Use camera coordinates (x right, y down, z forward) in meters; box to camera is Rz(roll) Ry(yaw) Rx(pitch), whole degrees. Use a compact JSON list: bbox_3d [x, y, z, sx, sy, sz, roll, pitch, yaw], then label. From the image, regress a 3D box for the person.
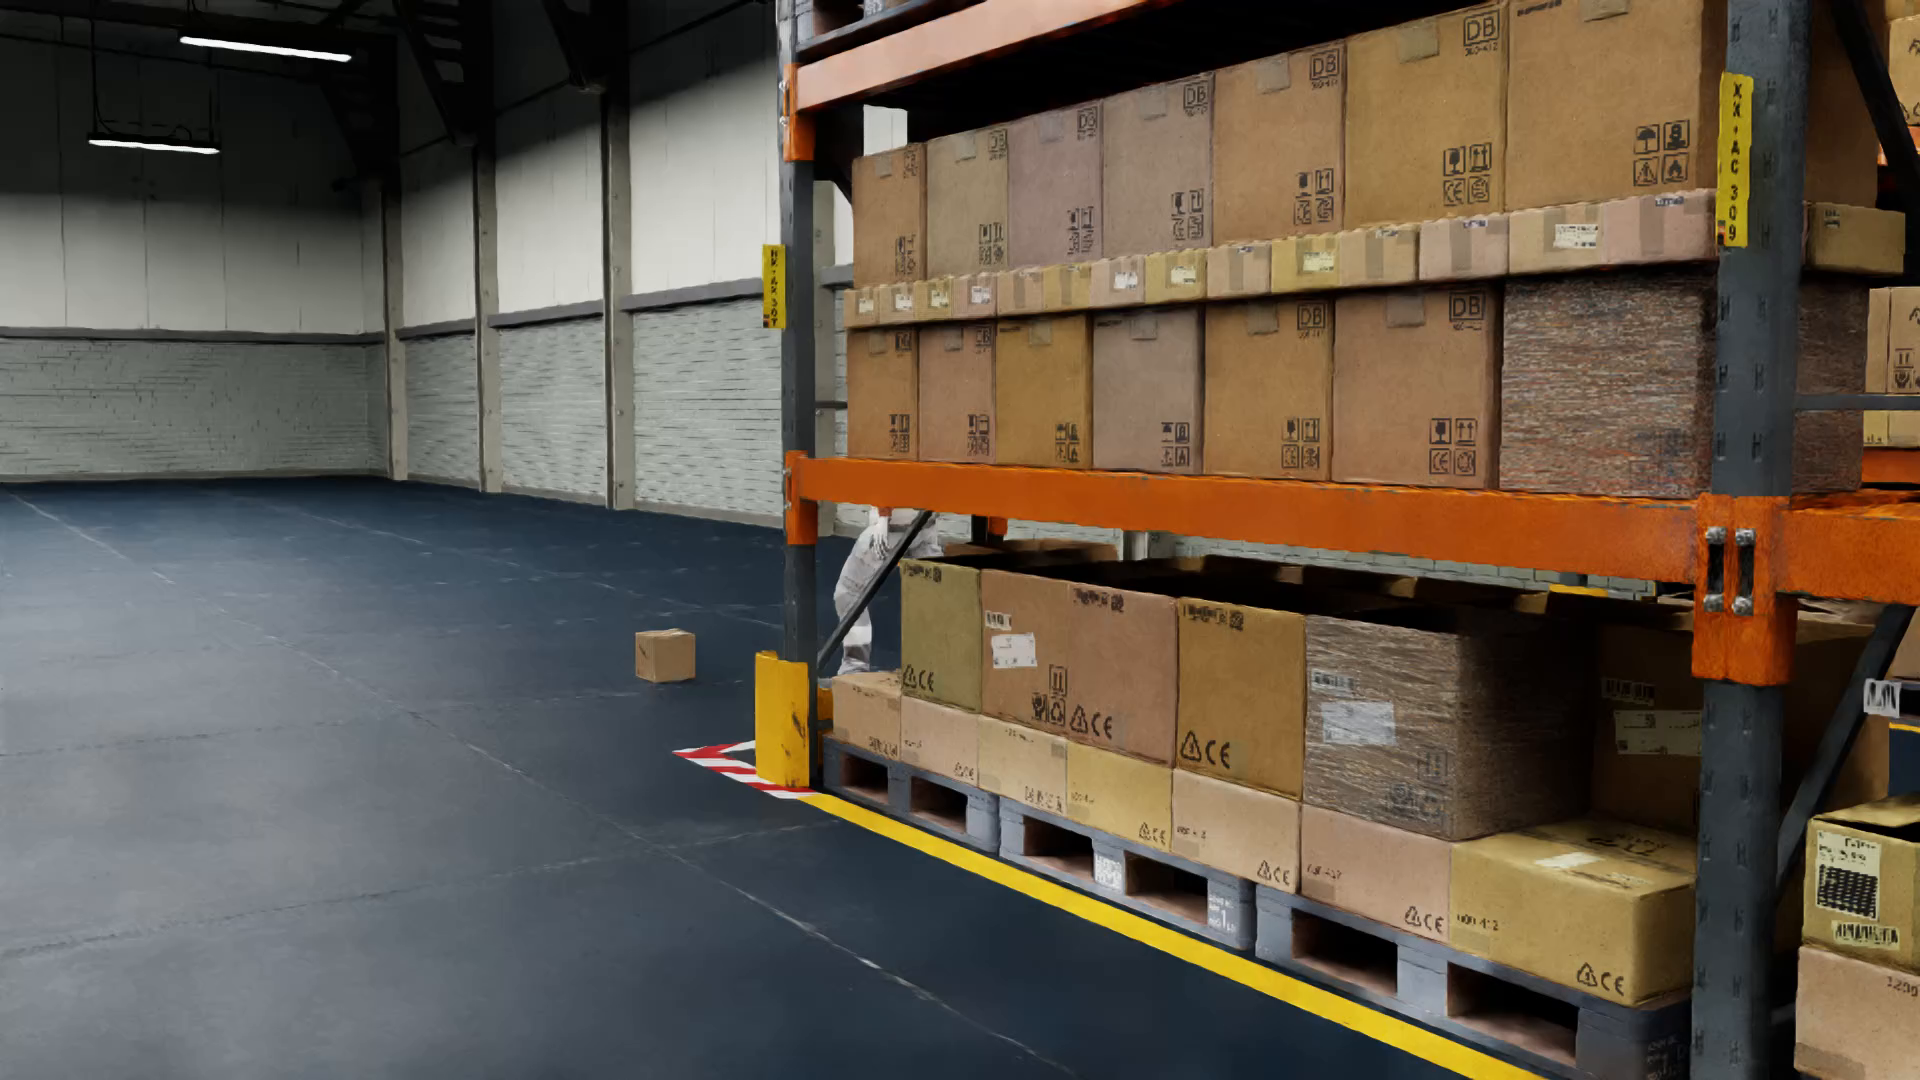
[{"bbox_3d":[-0.341,-0.070,8.570,0.719,1.745,0.660,3,5,32],"label":"person"}]
